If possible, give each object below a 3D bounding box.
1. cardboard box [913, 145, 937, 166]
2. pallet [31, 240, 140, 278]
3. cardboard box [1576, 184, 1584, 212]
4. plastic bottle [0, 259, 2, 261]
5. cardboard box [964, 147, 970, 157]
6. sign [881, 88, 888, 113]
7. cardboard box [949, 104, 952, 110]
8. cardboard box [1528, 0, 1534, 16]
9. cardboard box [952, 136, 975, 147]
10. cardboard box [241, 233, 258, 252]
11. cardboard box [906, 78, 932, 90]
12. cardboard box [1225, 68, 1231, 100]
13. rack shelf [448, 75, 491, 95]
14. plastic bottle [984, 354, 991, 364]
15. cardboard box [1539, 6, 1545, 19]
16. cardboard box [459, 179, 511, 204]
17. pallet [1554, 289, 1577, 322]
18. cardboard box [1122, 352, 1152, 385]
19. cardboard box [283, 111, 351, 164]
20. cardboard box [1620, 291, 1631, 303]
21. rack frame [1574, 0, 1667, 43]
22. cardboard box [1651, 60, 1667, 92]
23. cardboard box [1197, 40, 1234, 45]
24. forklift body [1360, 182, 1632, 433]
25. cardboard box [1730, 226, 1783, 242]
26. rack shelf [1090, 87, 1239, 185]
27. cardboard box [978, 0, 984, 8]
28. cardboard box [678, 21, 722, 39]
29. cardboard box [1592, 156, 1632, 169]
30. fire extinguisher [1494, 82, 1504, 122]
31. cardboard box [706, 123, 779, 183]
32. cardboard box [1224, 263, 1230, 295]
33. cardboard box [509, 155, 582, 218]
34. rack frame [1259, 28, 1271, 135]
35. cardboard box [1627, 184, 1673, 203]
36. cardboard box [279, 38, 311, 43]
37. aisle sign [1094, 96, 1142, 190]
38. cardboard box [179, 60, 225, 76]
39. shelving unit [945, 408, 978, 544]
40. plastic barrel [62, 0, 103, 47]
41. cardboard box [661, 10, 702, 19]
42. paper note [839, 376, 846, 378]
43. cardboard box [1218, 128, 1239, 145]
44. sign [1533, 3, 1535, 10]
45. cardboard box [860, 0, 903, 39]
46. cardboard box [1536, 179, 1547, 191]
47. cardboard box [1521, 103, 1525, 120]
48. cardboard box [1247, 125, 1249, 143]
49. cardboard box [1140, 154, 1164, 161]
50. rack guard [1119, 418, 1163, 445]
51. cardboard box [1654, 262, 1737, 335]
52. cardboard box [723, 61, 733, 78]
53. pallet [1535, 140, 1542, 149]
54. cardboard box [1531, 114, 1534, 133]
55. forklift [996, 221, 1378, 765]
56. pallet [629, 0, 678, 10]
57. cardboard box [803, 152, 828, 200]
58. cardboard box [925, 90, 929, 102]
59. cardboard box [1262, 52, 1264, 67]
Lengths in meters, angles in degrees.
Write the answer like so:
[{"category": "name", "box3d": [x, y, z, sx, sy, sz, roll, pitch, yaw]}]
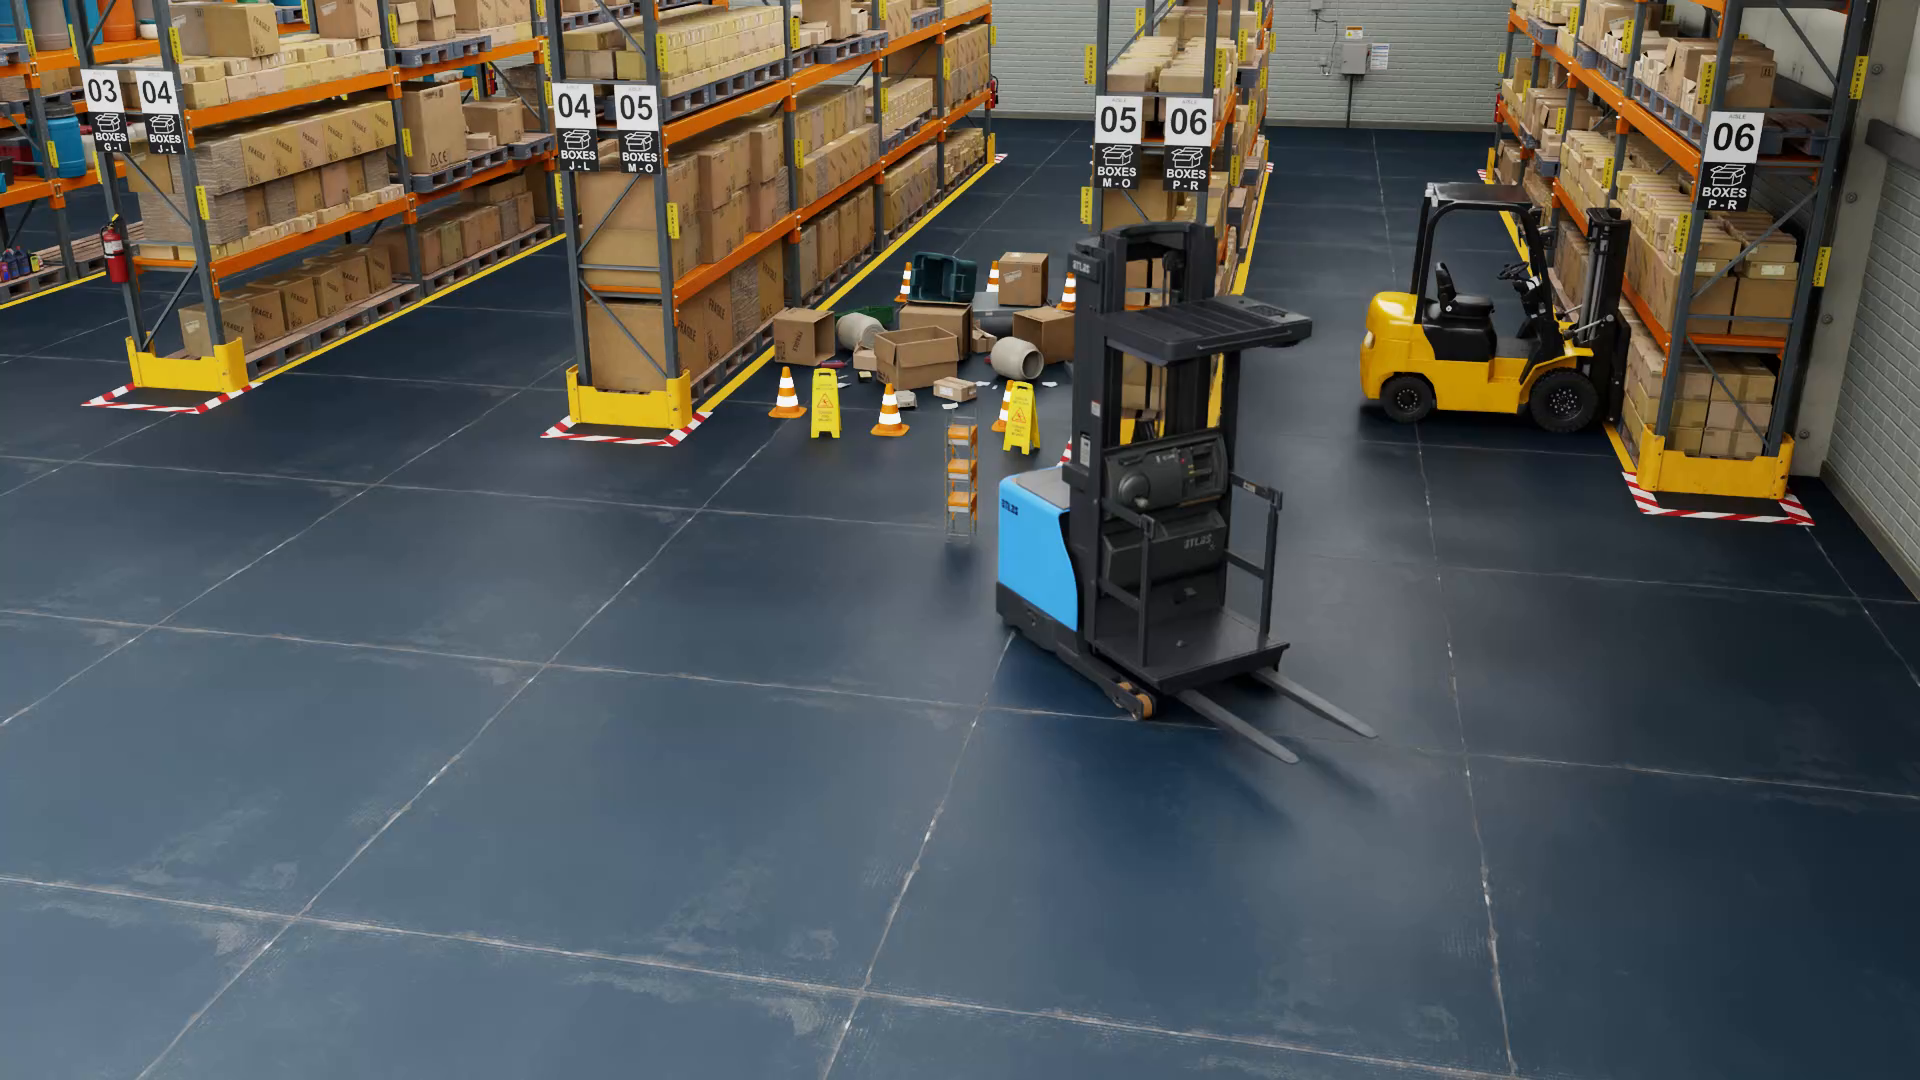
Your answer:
[{"category": "cardboard box", "box3d": [-0.661, -6.047, 26.133, 0.500, 0.250, 0.500, 4, 22, 9]}, {"category": "pallet", "box3d": [-11.950, -3.819, 22.553, 1.003, 0.211, 1.213, 4, 22, 11]}, {"category": "cardboard box", "box3d": [7.511, -4.000, 19.471, 0.500, 0.250, 0.500, 5, 23, 13]}, {"category": "plastic bottle", "box3d": [-12.111, -3.437, 20.930, 0.152, 0.276, 0.135, 4, 22, 11]}, {"category": "cardboard box", "box3d": [-0.036, -6.741, 28.932, 0.380, 0.149, 0.250, 6, 23, 14]}, {"category": "sign", "box3d": [-1.028, -5.988, 22.658, 0.100, 0.325, 0.005, 4, 22, 11]}, {"category": "cardboard box", "box3d": [-0.334, -7.218, 27.597, 0.380, 0.149, 0.250, 3, 22, 9]}, {"category": "cardboard box", "box3d": [8.919, -8.084, 25.199, 0.500, 0.250, 0.500, 4, 22, 9]}, {"category": "cardboard box", "box3d": [0.049, -6.969, 29.101, 0.380, 0.149, 0.250, 5, 23, 13]}, {"category": "cardboard box", "box3d": [-7.613, -3.132, 17.450, 0.380, 0.149, 0.250, 4, 22, 11]}, {"category": "cardboard box", "box3d": [-0.647, -7.148, 26.064, 0.380, 0.149, 0.250, 5, 23, 13]}, {"category": "cardboard box", "box3d": [2.342, -4.410, 16.075, 0.500, 0.250, 0.500, 5, 22, 12]}, {"category": "rack shelf", "box3d": [-10.032, -8.146, 30.527, 1.077, 0.370, 4.000, 4, 22, 11]}, {"category": "plastic bottle", "box3d": [0.379, -1.997, 18.231, 0.133, 0.061, 0.283, 8, 23, 20]}, {"category": "cardboard box", "box3d": [8.342, -7.397, 23.330, 0.380, 0.149, 0.250, 5, 22, 12]}, {"category": "cardboard box", "box3d": [-6.613, -4.858, 23.154, 0.500, 0.250, 0.500, 7, 23, 17]}, {"category": "pallet", "box3d": [7.697, -2.739, 19.871, 1.003, 0.211, 1.213, 4, 22, 11]}, {"category": "cardboard box", "box3d": [1.570, -1.806, 15.938, 0.500, 0.500, 0.500, 5, 22, 11]}, {"category": "cardboard box", "box3d": [-7.250, -4.542, 18.744, 0.500, 0.500, 0.500, 4, 22, 11]}, {"category": "cardboard box", "box3d": [6.818, -2.356, 16.969, 0.500, 0.250, 0.500, 4, 22, 11]}, {"category": "rack frame", "box3d": [8.154, -7.558, 20.074, 1.000, 3.000, 0.127, 4, 22, 11]}, {"category": "cardboard box", "box3d": [6.738, -4.363, 15.640, 0.396, 0.266, 0.258, 4, 22, 10]}, {"category": "cardboard box", "box3d": [2.649, -5.100, 17.256, 0.380, 0.149, 0.250, 4, 22, 10]}, {"category": "forklift body", "box3d": [5.123, -2.288, 16.156, 2.313, 2.155, 1.214, 4, 22, 11]}, {"category": "cardboard box", "box3d": [6.926, -2.632, 14.473, 0.380, 0.149, 0.250, 5, 22, 12]}, {"category": "rack shelf", "box3d": [2.070, -4.015, 16.256, 1.077, 0.370, 4.000, 4, 22, 11]}, {"category": "cardboard box", "box3d": [0.129, -9.366, 28.781, 0.500, 0.250, 0.500, 4, 22, 11]}, {"category": "cardboard box", "box3d": [-2.565, -5.015, 16.349, 0.380, 0.149, 0.250, 4, 22, 10]}, {"category": "cardboard box", "box3d": [7.422, -4.271, 18.941, 0.380, 0.149, 0.250, 5, 22, 11]}, {"category": "fire extinguisher", "box3d": [9.364, -7.581, 28.765, 0.296, 0.674, 0.183, 4, 22, 11]}, {"category": "cardboard box", "box3d": [-2.496, -4.258, 18.264, 0.875, 0.550, 0.550, 4, 22, 11]}, {"category": "cardboard box", "box3d": [2.726, -3.120, 20.041, 0.950, 0.372, 0.625, 6, 23, 14]}, {"category": "cardboard box", "box3d": [-6.246, -5.368, 24.948, 1.225, 0.875, 0.875, 3, 22, 8]}, {"category": "rack frame", "box3d": [4.927, -8.078, 29.396, 1.000, 3.000, 0.127, 4, 22, 11]}, {"category": "cardboard box", "box3d": [6.821, -3.421, 16.431, 0.380, 0.149, 0.250, 5, 22, 12]}, {"category": "cardboard box", "box3d": [-7.656, -5.656, 19.033, 0.380, 0.149, 0.250, 5, 22, 11]}, {"category": "aisle sign", "box3d": [1.365, -3.432, 14.379, 0.394, 0.787, 0.004, 4, 22, 11]}, {"category": "cardboard box", "box3d": [-7.679, -4.761, 16.811, 0.380, 0.149, 0.250, 4, 22, 10]}, {"category": "shelving unit", "box3d": [0.011, -0.507, 13.206, 0.215, 1.050, 0.252, 4, 22, 11]}, {"category": "plastic barrel", "box3d": [-11.914, -7.127, 22.349, 0.600, 0.901, 0.708, 4, 22, 11]}, {"category": "cardboard box", "box3d": [-2.950, -5.529, 17.626, 0.380, 0.149, 0.250, 4, 22, 10]}, {"category": "paper note", "box3d": [-1.243, -1.730, 17.635, 0.032, 0.001, 0.123, 18, 28, 38]}, {"category": "cardboard box", "box3d": [2.920, -4.514, 18.585, 0.380, 0.149, 0.250, 4, 22, 11]}, {"category": "sign", "box3d": [8.438, -7.908, 24.266, 0.100, 0.325, 0.005, 4, 22, 11]}, {"category": "cardboard box", "box3d": [-1.100, -7.302, 23.321, 0.500, 0.500, 0.500, 4, 22, 11]}, {"category": "cardboard box", "box3d": [8.485, -5.071, 23.846, 0.380, 0.149, 0.250, 4, 22, 11]}, {"category": "cardboard box", "box3d": [8.836, -6.511, 25.308, 0.500, 0.250, 0.500, 5, 22, 12]}, {"category": "cardboard box", "box3d": [3.639, -5.481, 22.479, 0.500, 0.250, 0.500, 4, 22, 11]}, {"category": "cardboard box", "box3d": [1.666, -3.457, 16.051, 0.700, 0.500, 0.500, 4, 22, 10]}, {"category": "rack guard", "box3d": [1.677, -1.095, 15.402, 1.175, 0.500, 0.348, 4, 22, 11]}, {"category": "cardboard box", "box3d": [6.365, -2.096, 14.408, 0.500, 0.500, 0.500, 4, 22, 10]}, {"category": "cardboard box", "box3d": [-2.512, -4.738, 16.729, 0.380, 0.149, 0.250, 5, 22, 11]}, {"category": "pallet", "box3d": [8.546, -5.398, 22.998, 1.003, 0.211, 1.213, 4, 22, 11]}, {"category": "cardboard box", "box3d": [8.311, -5.892, 23.585, 0.396, 0.266, 0.258, 6, 23, 14]}, {"category": "forklift", "box3d": [1.433, -0.415, 10.462, 1.130, 2.935, 3.031, -12, 25, -28]}, {"category": "pallet", "box3d": [-5.414, -9.019, 27.836, 1.003, 0.211, 1.213, 4, 22, 11]}, {"category": "cardboard box", "box3d": [-1.916, -4.432, 20.210, 0.500, 0.500, 0.500, 5, 22, 11]}, {"category": "cardboard box", "box3d": [-0.697, -6.915, 25.883, 0.380, 0.149, 0.250, 5, 22, 11]}, {"category": "cardboard box", "box3d": [4.554, -7.465, 26.402, 0.500, 0.500, 0.500, 4, 22, 10]}]
